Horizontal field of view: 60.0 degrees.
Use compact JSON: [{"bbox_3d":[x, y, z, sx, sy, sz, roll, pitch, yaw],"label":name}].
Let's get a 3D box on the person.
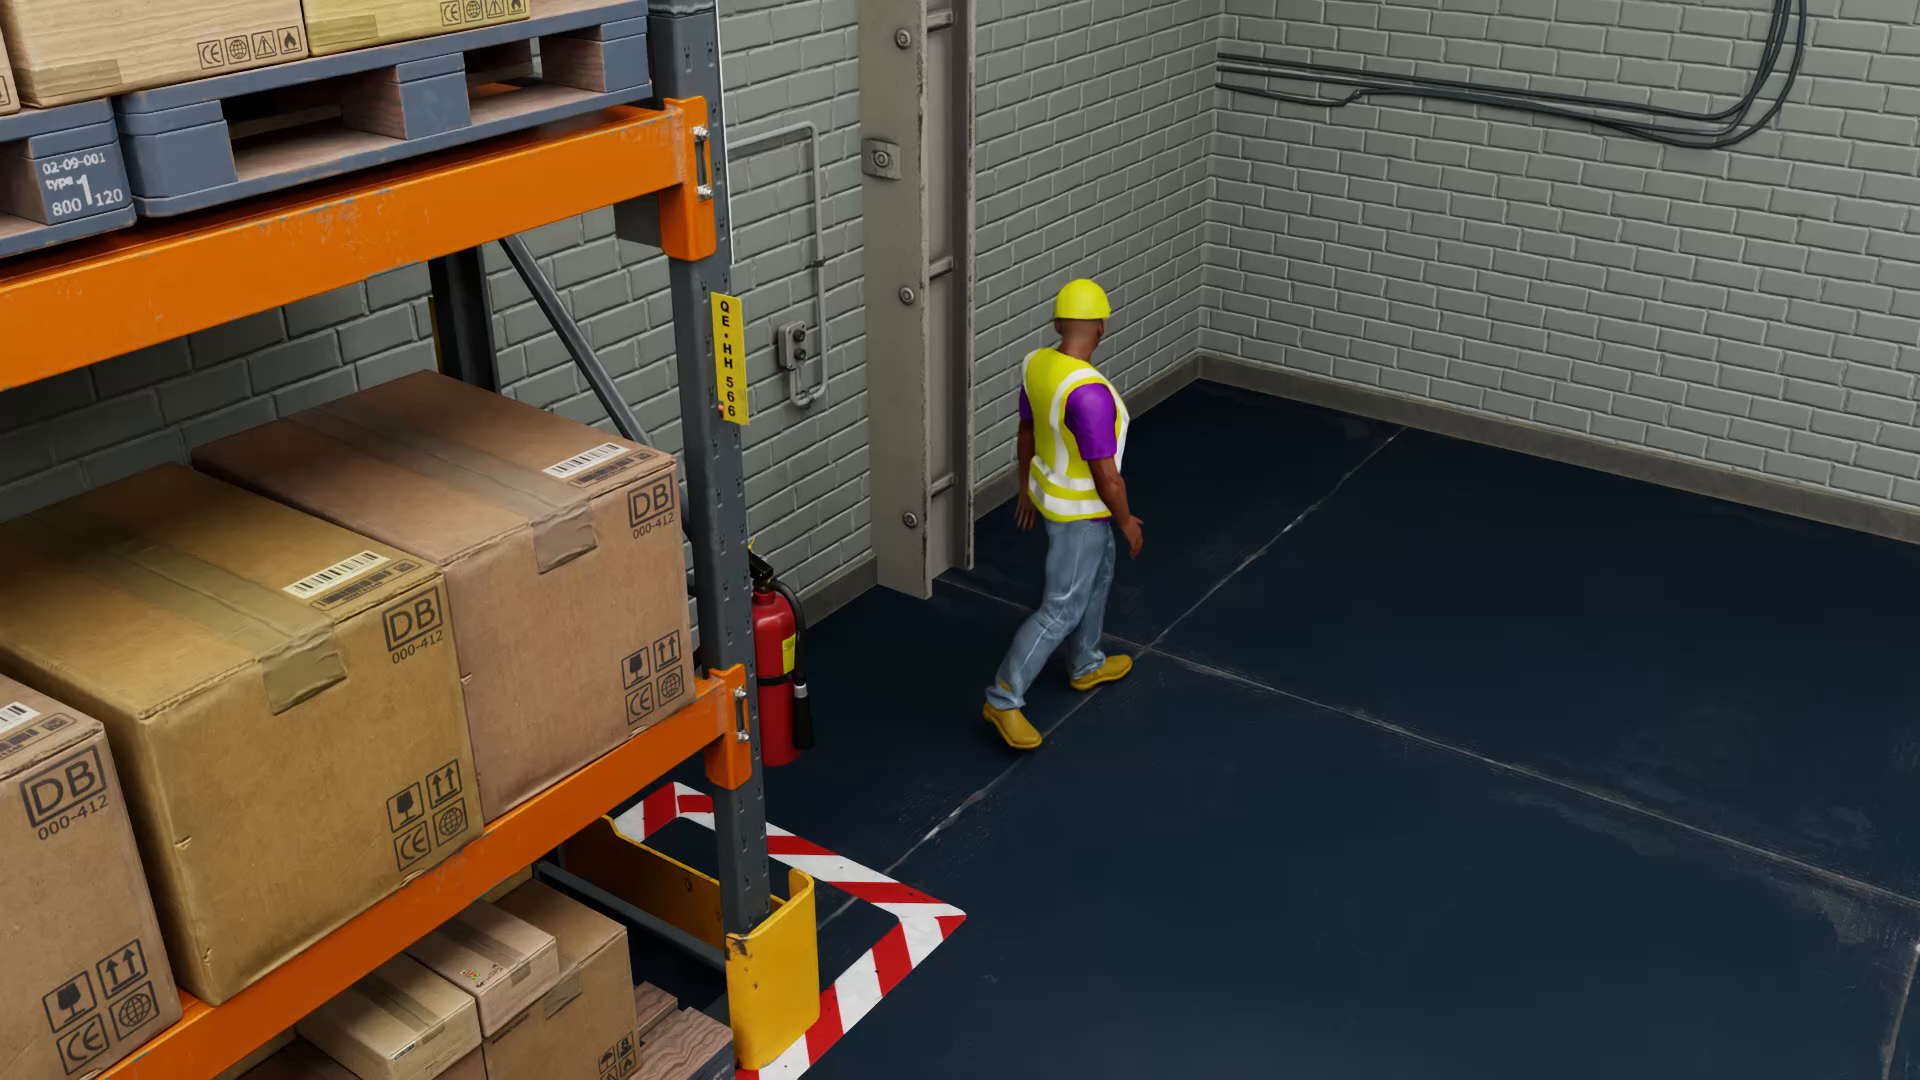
[{"bbox_3d":[0.413,-0.109,6.306,0.729,1.749,0.702,-6,27,-12],"label":"person"}]
